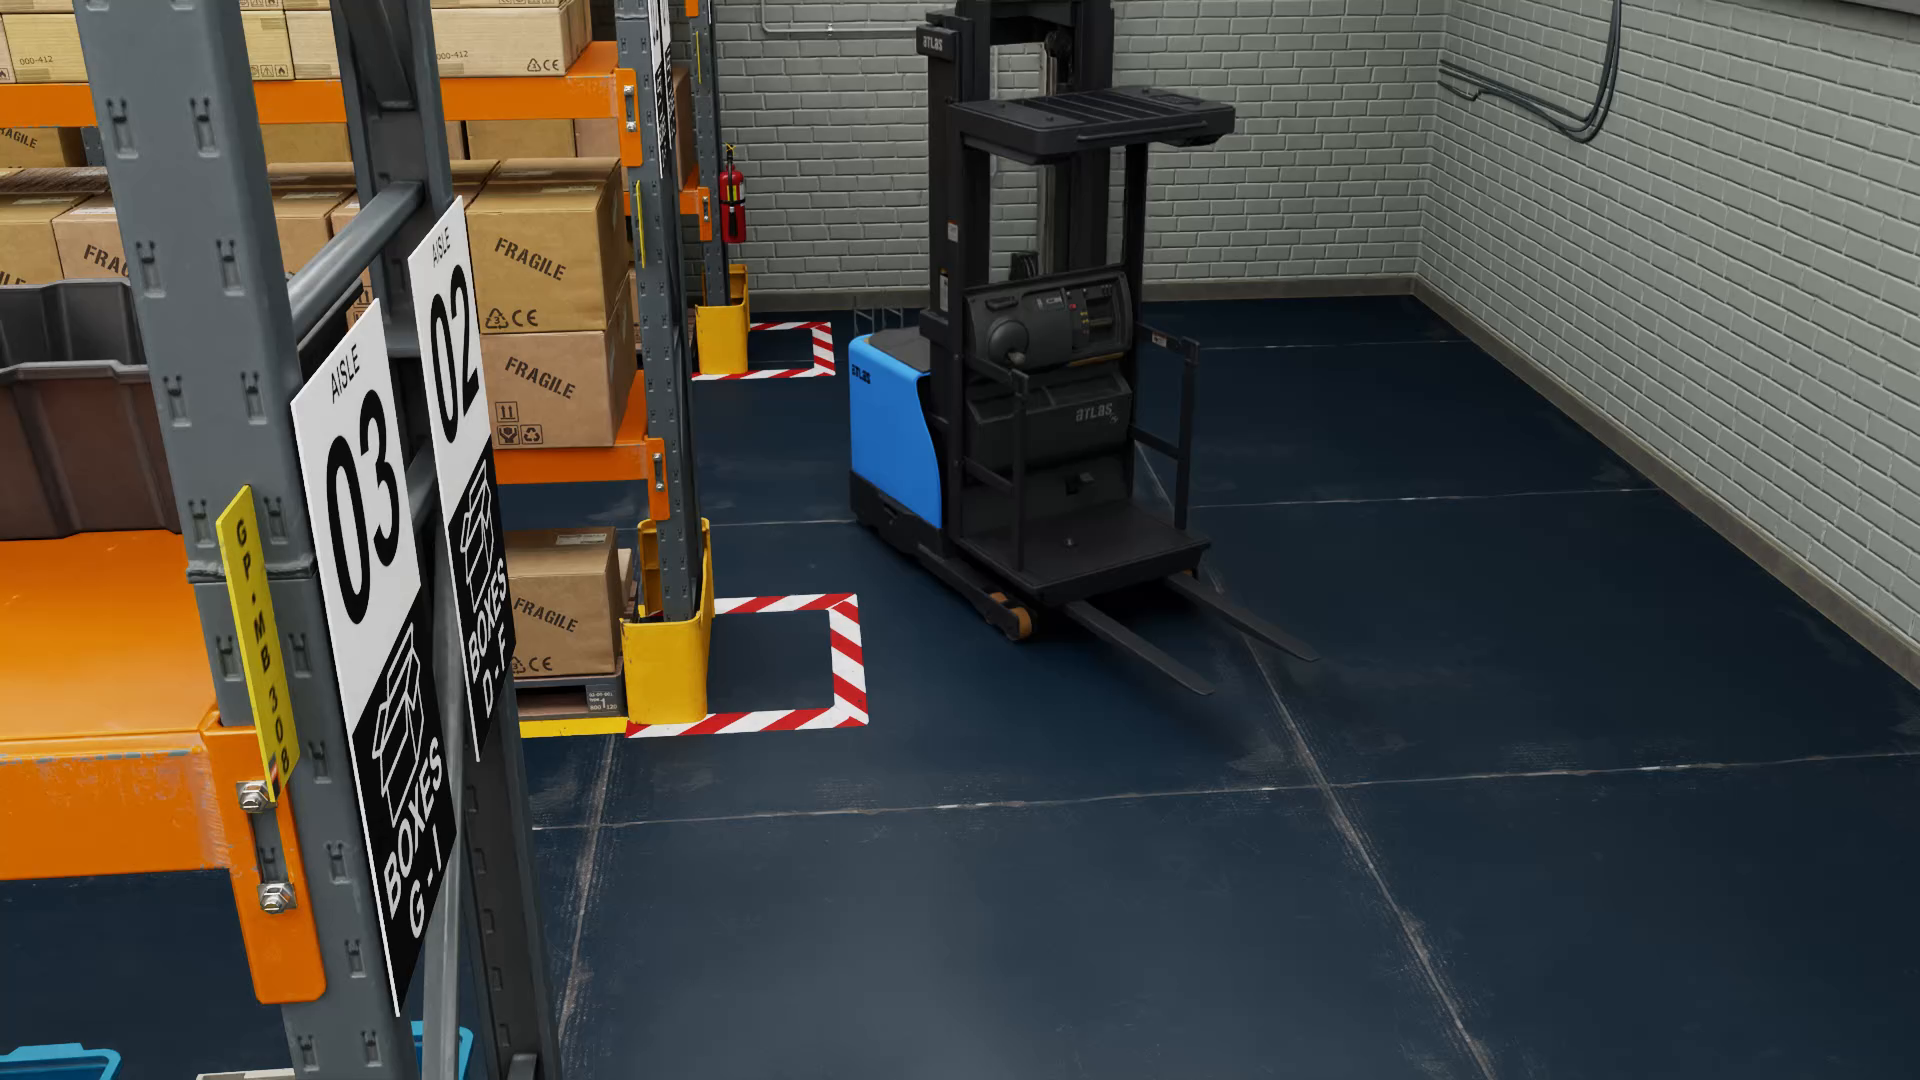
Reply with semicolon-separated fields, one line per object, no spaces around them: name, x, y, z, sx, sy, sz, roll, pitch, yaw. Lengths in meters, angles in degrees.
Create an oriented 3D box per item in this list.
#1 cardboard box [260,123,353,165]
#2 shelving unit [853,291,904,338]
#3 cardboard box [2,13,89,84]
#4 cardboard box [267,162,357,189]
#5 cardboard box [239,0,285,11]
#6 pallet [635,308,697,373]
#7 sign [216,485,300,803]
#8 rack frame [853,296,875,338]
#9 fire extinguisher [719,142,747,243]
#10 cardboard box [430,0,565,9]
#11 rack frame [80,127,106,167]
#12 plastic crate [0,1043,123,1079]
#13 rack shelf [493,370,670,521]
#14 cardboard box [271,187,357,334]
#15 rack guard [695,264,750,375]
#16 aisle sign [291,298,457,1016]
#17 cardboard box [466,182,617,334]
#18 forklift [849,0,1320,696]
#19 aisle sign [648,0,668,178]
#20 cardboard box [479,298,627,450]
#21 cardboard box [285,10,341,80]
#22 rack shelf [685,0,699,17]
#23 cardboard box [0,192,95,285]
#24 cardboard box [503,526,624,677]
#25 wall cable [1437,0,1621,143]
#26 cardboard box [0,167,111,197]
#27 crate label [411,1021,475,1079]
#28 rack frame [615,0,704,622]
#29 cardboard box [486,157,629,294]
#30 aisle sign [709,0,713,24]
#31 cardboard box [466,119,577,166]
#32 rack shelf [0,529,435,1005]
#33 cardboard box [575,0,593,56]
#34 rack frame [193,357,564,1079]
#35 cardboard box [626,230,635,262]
cardboard box;-4.489;-2.811;11.513;0.700;0.700;0.980;-3;24;-6
shelving unit;-0.458;-0.809;9.591;0.189;1.200;0.258;-14;27;-28
cardboard box;-3.266;-1.911;6.347;0.500;0.250;0.500;-2;24;-5
cardboard box;-2.772;-1.339;7.216;0.500;0.500;0.500;-2;24;-4
cardboard box;-2.768;-2.158;6.289;0.500;0.250;0.500;-2;24;-5
pallet;-2.565;-1.454;12.262;1.213;0.211;1.003;-2;24;-5
sign;-0.733;0.111;1.742;0.005;0.325;0.100;-2;24;-5
rack frame;-0.537;-0.790;9.548;0.006;1.200;0.240;-14;27;-28
fire extinguisher;-1.581;-2.406;11.524;0.183;0.674;0.296;-2;24;-5
cardboard box;-1.772;-2.197;6.376;0.500;0.250;0.500;-2;24;-5
rack frame;-5.757;-2.632;11.479;0.127;3.000;1.000;-2;24;-5
plastic crate;-1.736;1.165;3.069;0.300;0.233;0.416;-2;24;-5
rack shelf;-3.277;-0.381;7.300;4.000;0.370;1.077;-2;24;-5
cardboard box;-2.720;-1.120;6.724;0.500;0.500;0.500;-2;24;-4
rack guard;-1.753;-1.651;12.348;0.348;0.500;1.175;-2;24;-5
aisle sign;-0.703;0.140;2.041;0.004;0.787;0.394;-2;24;-5
cardboard box;-1.702;-1.164;6.821;0.500;0.500;0.500;-3;24;-6
forklift;0.563;-1.060;8.026;1.130;2.935;3.031;-14;27;-28
aisle sign;-1.188;-1.857;6.534;0.004;0.787;0.394;-2;24;-5
cardboard box;-1.705;-0.708;7.026;0.500;0.500;0.500;-2;24;-4
cardboard box;-2.270;-1.949;6.434;0.500;0.250;0.500;-2;24;-5
rack shelf;-3.767;-3.754;11.196;4.000;0.370;1.077;-2;24;-5
cardboard box;-3.745;-1.079;6.630;0.500;0.500;0.500;-3;24;-7
cardboard box;-1.803;0.273;7.480;0.500;0.500;0.500;-2;24;-5
wall cable;3.887;-4.196;11.434;0.112;2.526;3.097;-2;24;-5
cardboard box;-3.778;-1.299;7.126;0.500;0.500;0.500;-2;24;-5
crate label;-1.081;1.138;3.128;0.303;0.233;0.416;-2;24;-5
rack frame;-1.286;-0.790;7.334;0.127;3.000;1.000;-2;24;-5
cardboard box;-1.754;-1.381;7.311;0.500;0.500;0.500;-2;24;-4
aisle sign;-1.676;-3.862;11.044;0.004;0.787;0.394;-2;24;-5
cardboard box;-3.006;-2.871;11.647;0.700;0.700;0.980;-2;24;-6
rack shelf;-2.793;0.250;2.186;4.000;0.370;1.077;-2;24;-5
cardboard box;-1.823;-2.174;6.940;0.500;0.250;0.500;-2;24;-5
rack frame;-0.803;1.212;2.829;0.127;3.000;1.000;-2;24;-5
cardboard box;-2.359;-2.156;12.168;0.250;0.149;0.380;-2;24;-5
